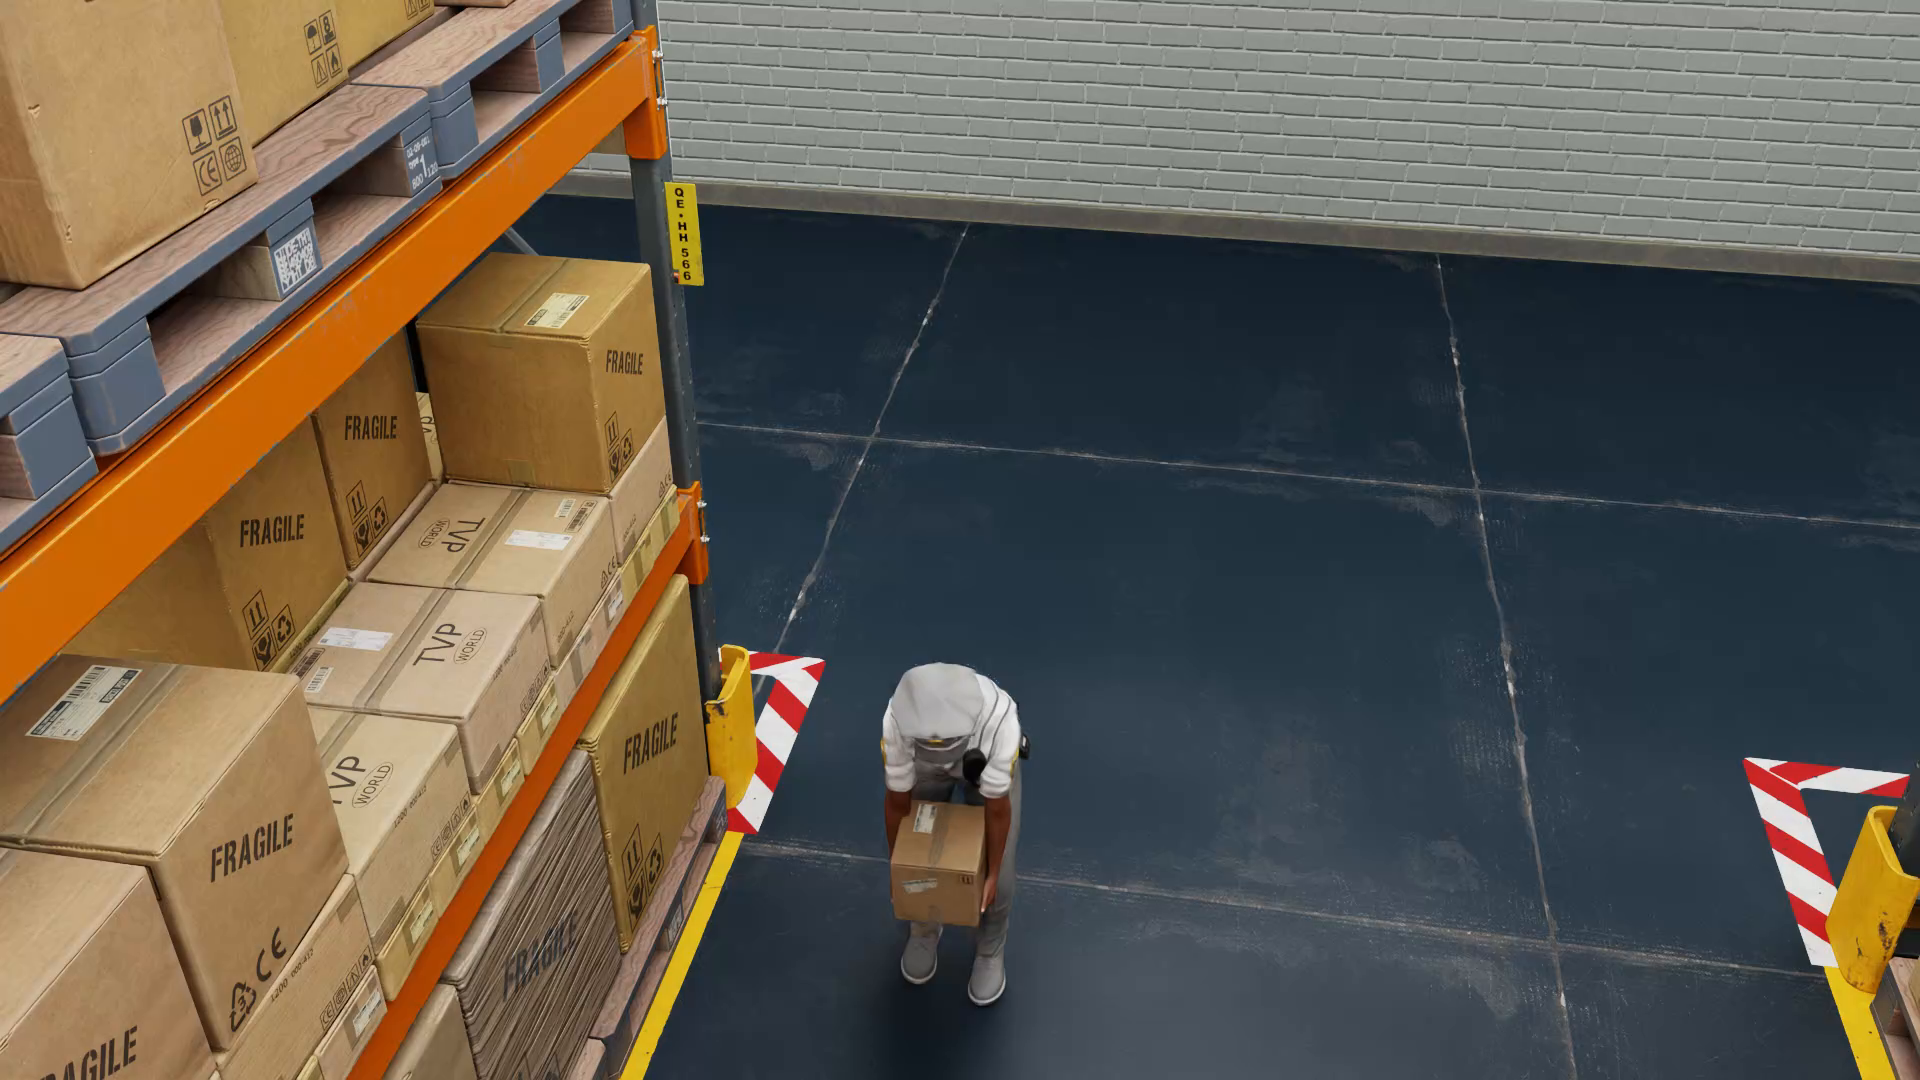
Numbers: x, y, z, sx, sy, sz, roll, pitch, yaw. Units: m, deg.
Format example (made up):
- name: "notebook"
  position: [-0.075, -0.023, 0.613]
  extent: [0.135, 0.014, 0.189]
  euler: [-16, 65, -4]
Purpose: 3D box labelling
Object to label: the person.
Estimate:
- name: "person"
  position: [-0.023, 0.865, 4.989]
  extent: [0.411, 1.451, 0.779]
  euler: [5, 33, 7]
